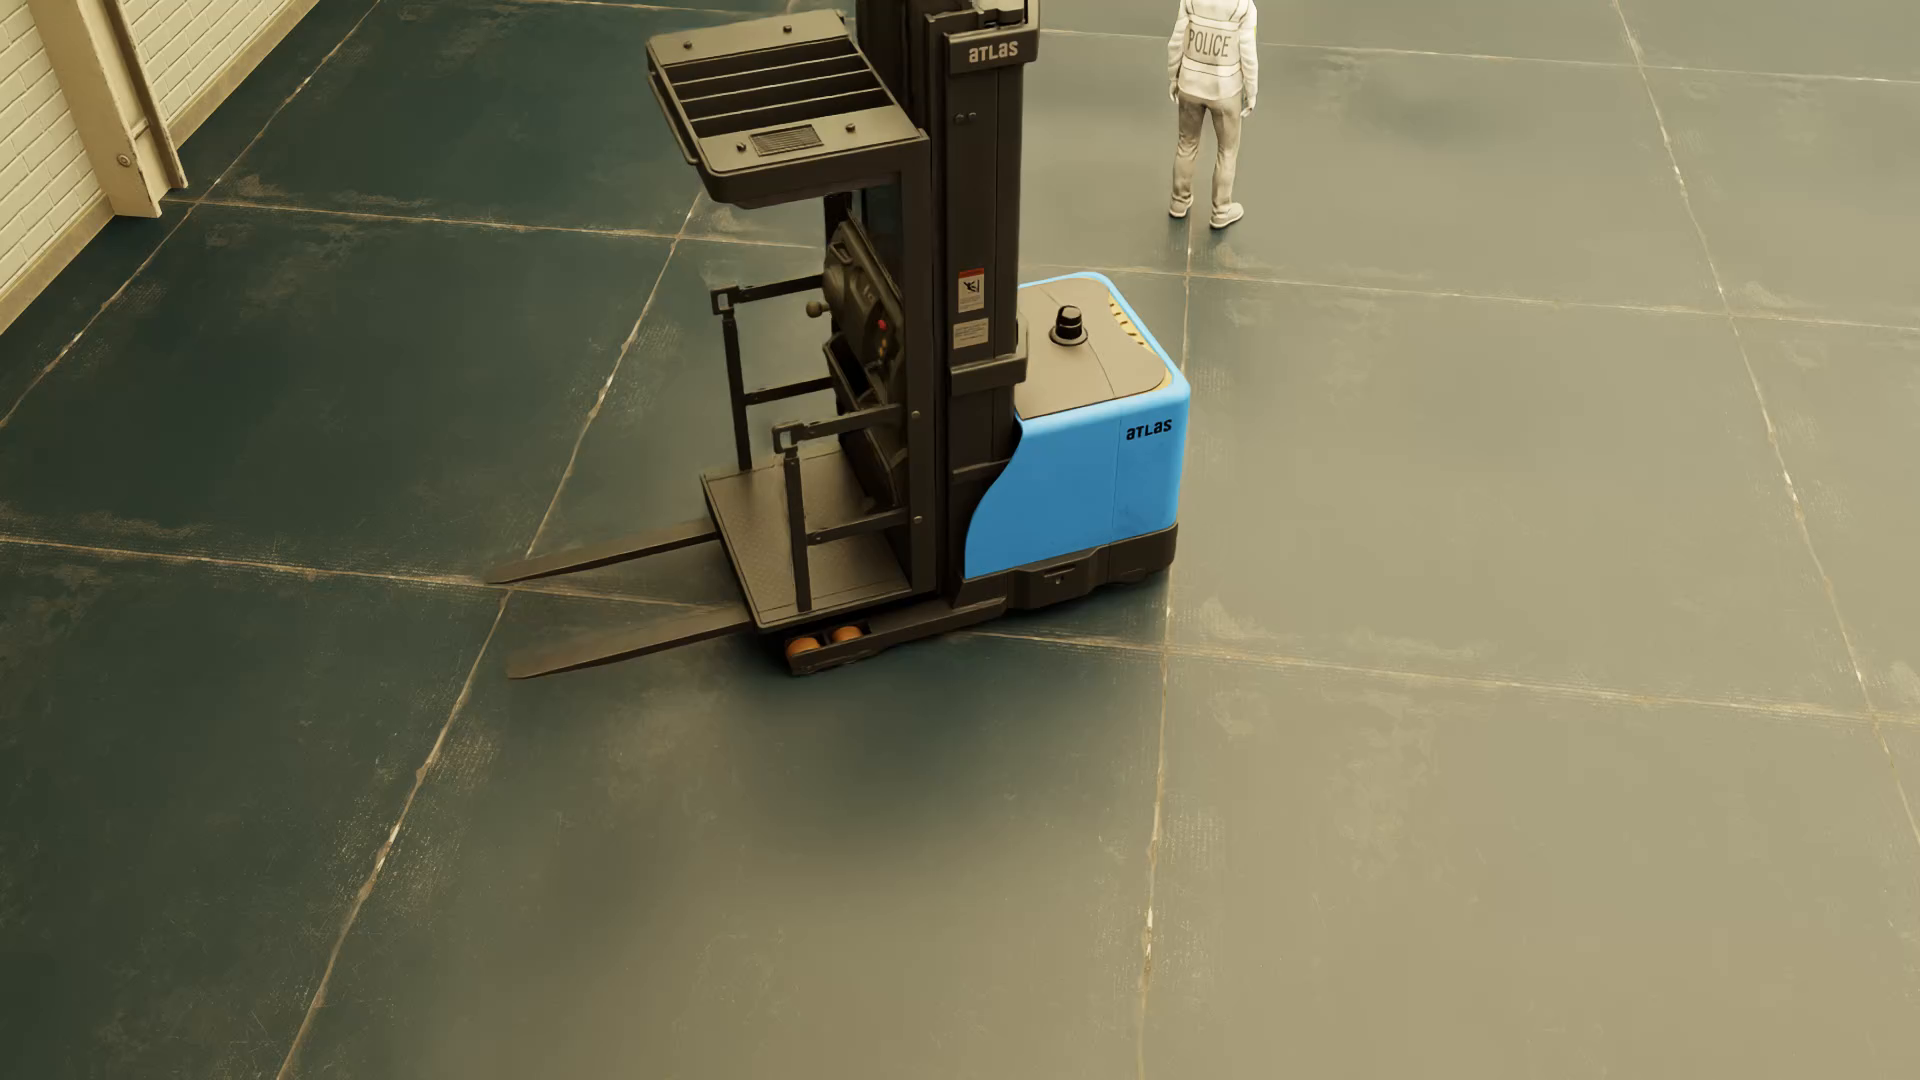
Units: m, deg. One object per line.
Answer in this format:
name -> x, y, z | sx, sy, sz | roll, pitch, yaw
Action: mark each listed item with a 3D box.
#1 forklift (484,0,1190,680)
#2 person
forklift -> -0.579, -0.899, 6.703 | 3.031, 2.935, 1.130 | -14, 44, -15
person -> 1.431, -2.571, 9.465 | 0.530, 1.664, 0.372 | 18, 46, 19
